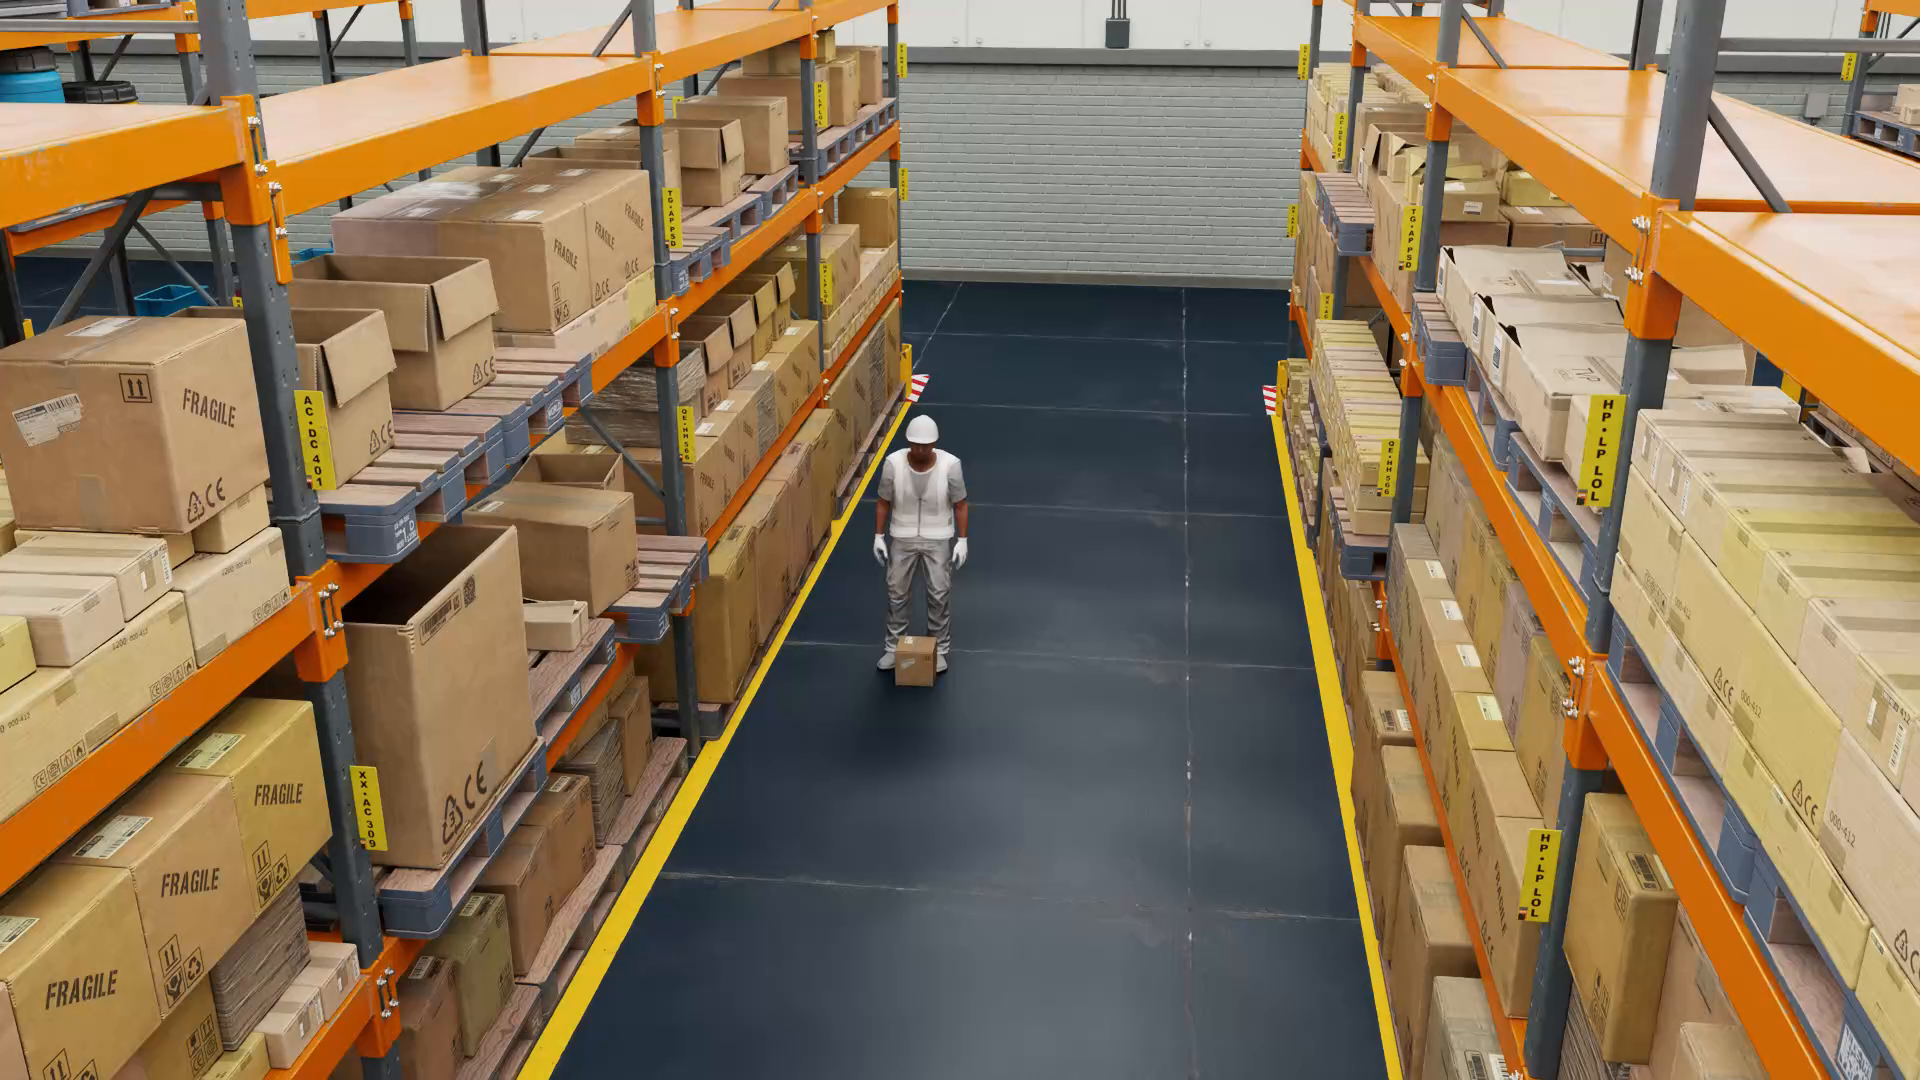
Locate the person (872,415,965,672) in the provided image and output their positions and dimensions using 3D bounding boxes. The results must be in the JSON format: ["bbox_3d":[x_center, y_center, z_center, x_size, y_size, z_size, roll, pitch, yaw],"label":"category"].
[{"bbox_3d":[-0.280,0.014,11.032,0.612,1.772,0.450,3,21,7],"label":"person"}]
